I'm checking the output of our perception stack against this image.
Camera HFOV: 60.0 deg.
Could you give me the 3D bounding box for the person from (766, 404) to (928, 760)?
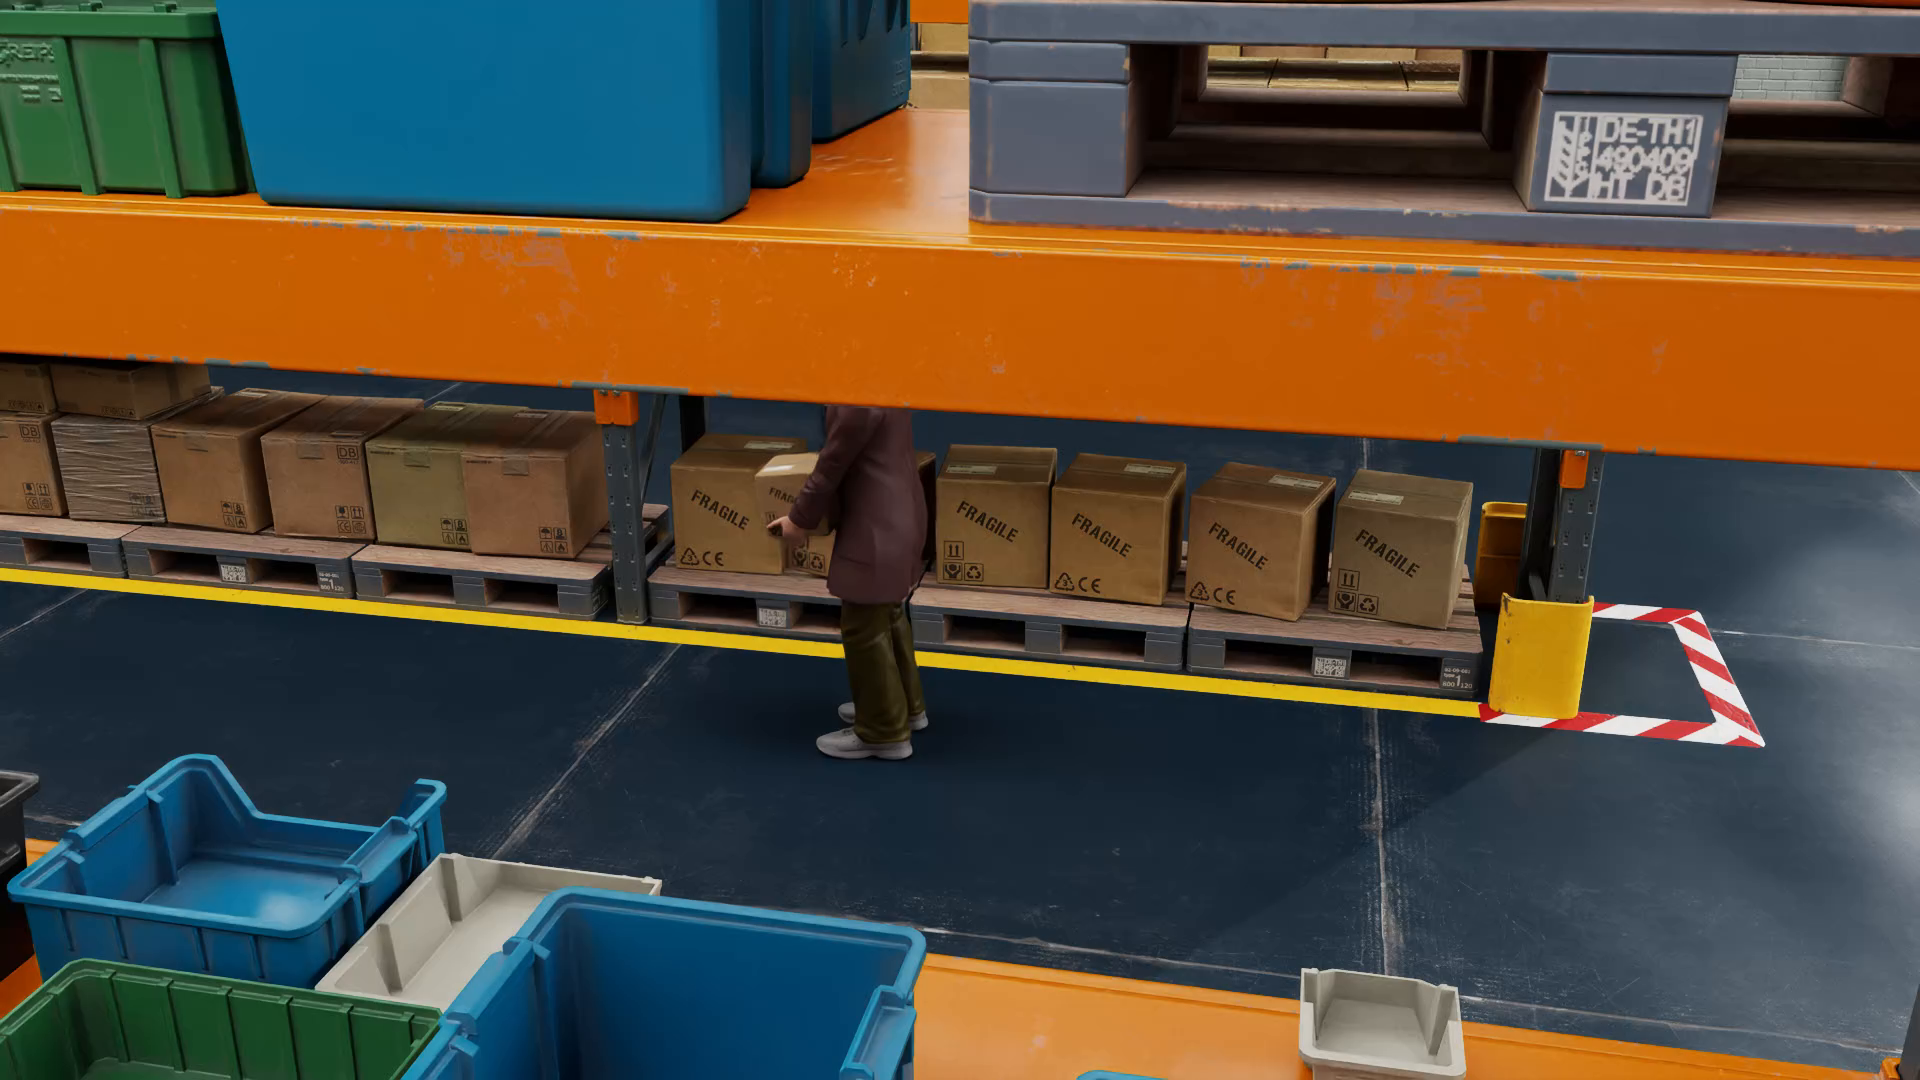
[{"bbox_3d":[-0.414,-0.050,6.241,0.569,1.779,0.528,4,22,11],"label":"person"}]
